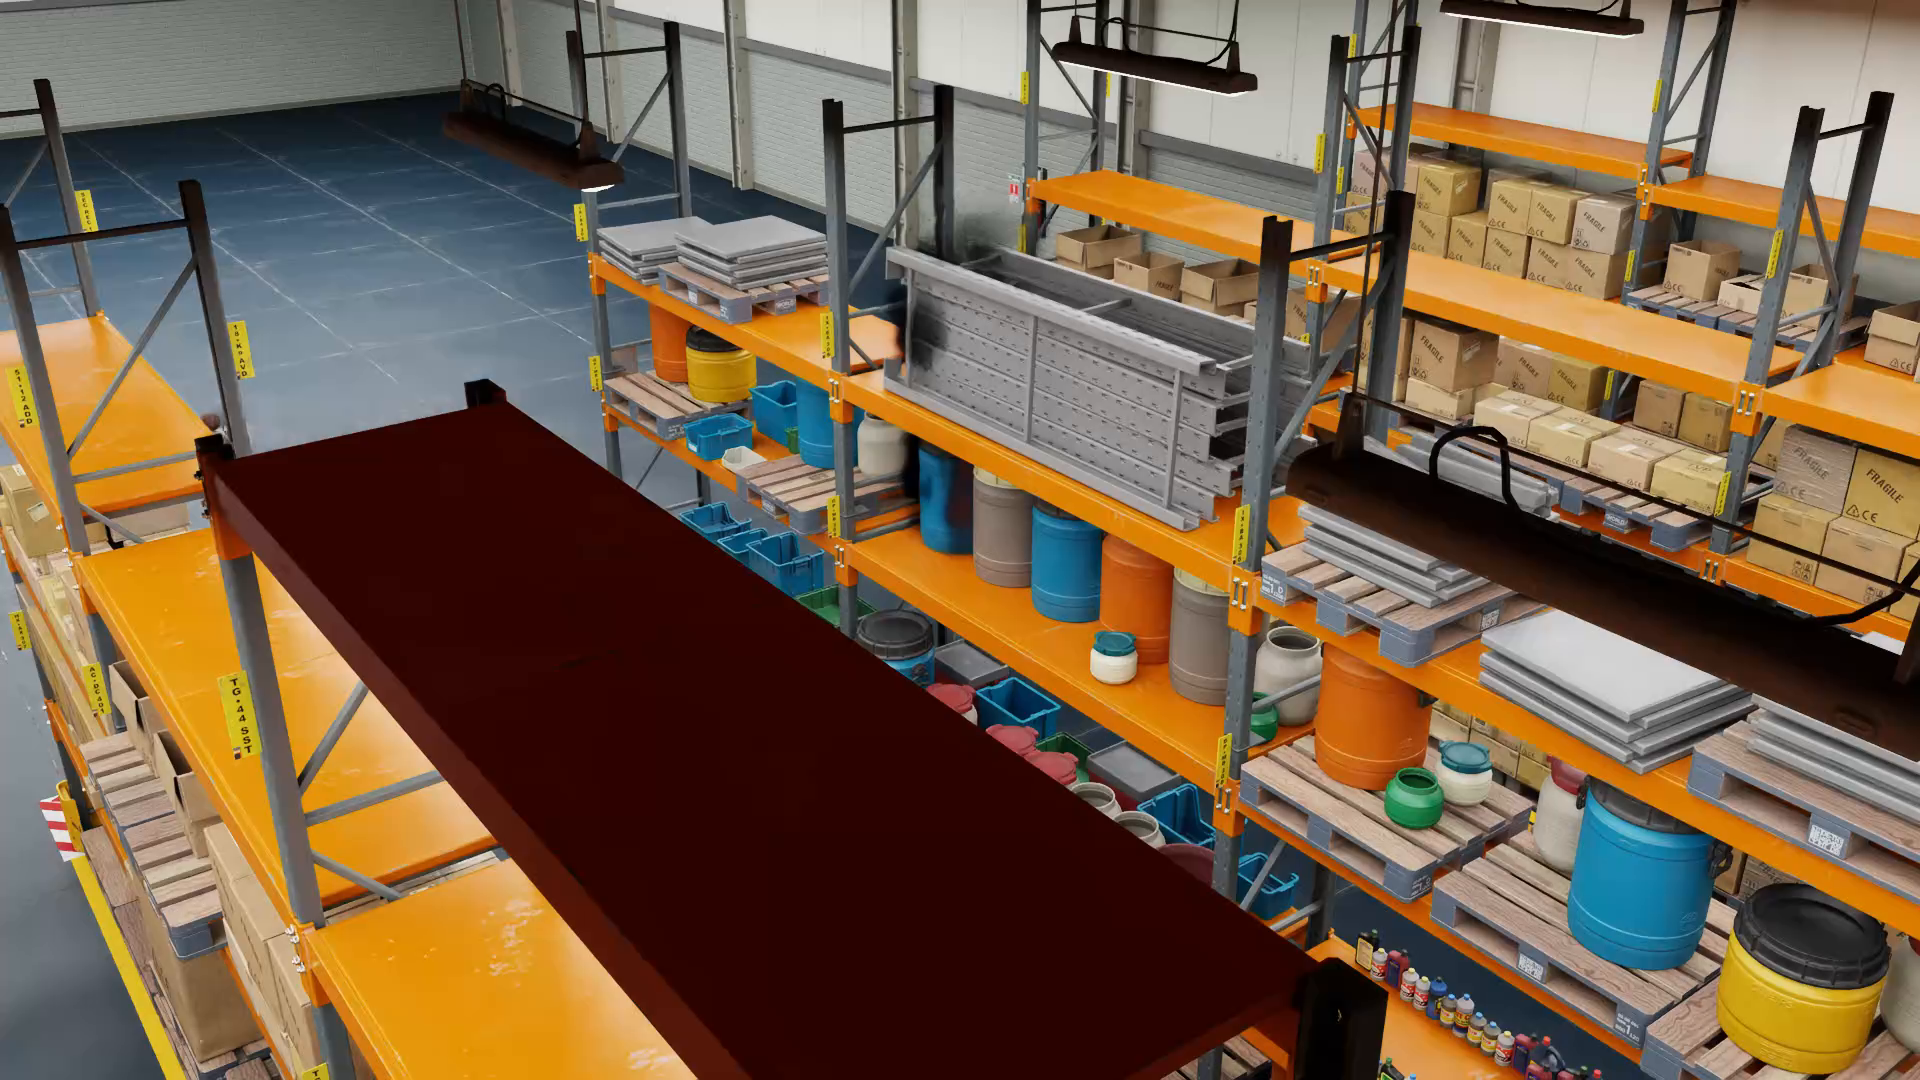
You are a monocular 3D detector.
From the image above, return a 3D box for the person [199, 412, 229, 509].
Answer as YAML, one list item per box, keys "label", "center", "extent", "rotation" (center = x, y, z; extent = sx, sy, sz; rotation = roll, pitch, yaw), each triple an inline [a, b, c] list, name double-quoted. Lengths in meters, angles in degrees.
- label: "person"
  center: [-8.286, -0.706, 18.653]
  extent: [0.697, 1.555, 0.543]
  rotation: [-3, 25, -7]
